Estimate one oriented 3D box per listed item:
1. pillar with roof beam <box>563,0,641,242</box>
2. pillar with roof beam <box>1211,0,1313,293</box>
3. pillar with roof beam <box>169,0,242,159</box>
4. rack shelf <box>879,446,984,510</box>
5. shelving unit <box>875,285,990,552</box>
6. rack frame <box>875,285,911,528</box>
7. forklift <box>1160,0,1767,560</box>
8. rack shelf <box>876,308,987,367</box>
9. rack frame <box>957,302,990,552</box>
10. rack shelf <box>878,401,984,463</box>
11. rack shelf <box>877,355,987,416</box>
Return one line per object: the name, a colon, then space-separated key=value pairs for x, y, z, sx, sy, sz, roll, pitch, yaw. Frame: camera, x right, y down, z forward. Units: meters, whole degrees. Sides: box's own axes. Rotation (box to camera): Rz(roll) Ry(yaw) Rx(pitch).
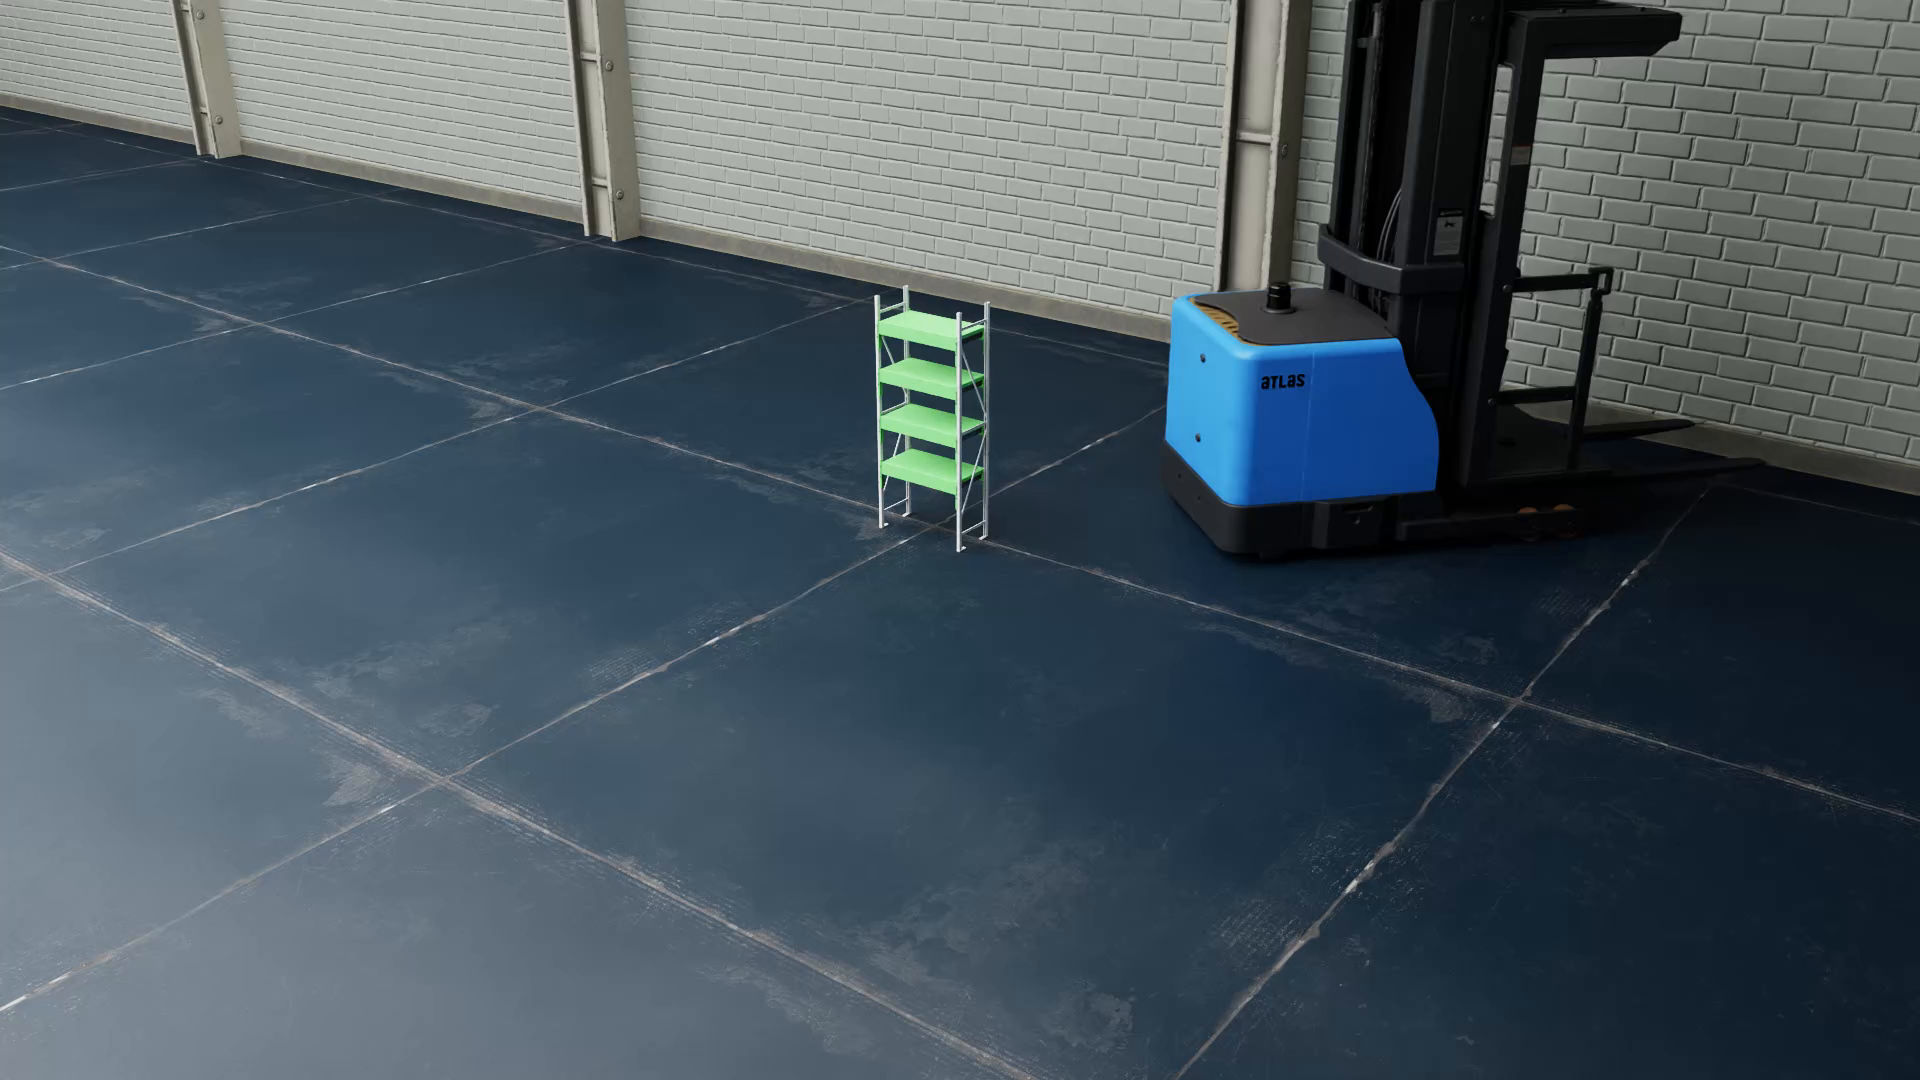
pillar with roof beam: x=-5.525 y=-5.322 z=9.168 sx=0.400 sy=9.000 sz=9.100 roll=17 pitch=29 yaw=33
pillar with roof beam: x=-0.724 y=-3.871 z=5.875 sx=0.400 sy=9.000 sz=9.100 roll=17 pitch=29 yaw=33
pillar with roof beam: x=-10.326 y=-6.773 z=12.461 sx=0.400 sy=9.000 sz=9.100 roll=17 pitch=29 yaw=33
rack shelf: x=-0.132 y=-0.311 z=8.221 sx=0.480 sy=0.148 sz=0.258 roll=17 pitch=29 yaw=33
shelving unit: x=-0.132 y=-0.589 z=8.099 sx=0.503 sy=1.200 sz=0.258 roll=17 pitch=29 yaw=33
rack frame: x=-0.328 y=-0.648 z=8.233 sx=0.015 sy=1.200 sz=0.240 roll=17 pitch=29 yaw=33
forklift: x=2.628 y=-1.537 z=8.103 sx=3.031 sy=2.935 sz=1.130 roll=-5 pitch=24 yaw=-11
rack shelf: x=-0.132 y=-0.970 z=7.931 sx=0.480 sy=0.148 sz=0.258 roll=17 pitch=29 yaw=33
rack frame: x=0.063 y=-0.530 z=7.965 sx=0.015 sy=1.200 sz=0.240 roll=17 pitch=29 yaw=33
rack shelf: x=-0.132 y=-0.531 z=8.125 sx=0.480 sy=0.148 sz=0.258 roll=17 pitch=29 yaw=33
rack shelf: x=-0.132 y=-0.750 z=8.028 sx=0.480 sy=0.148 sz=0.258 roll=17 pitch=29 yaw=33
